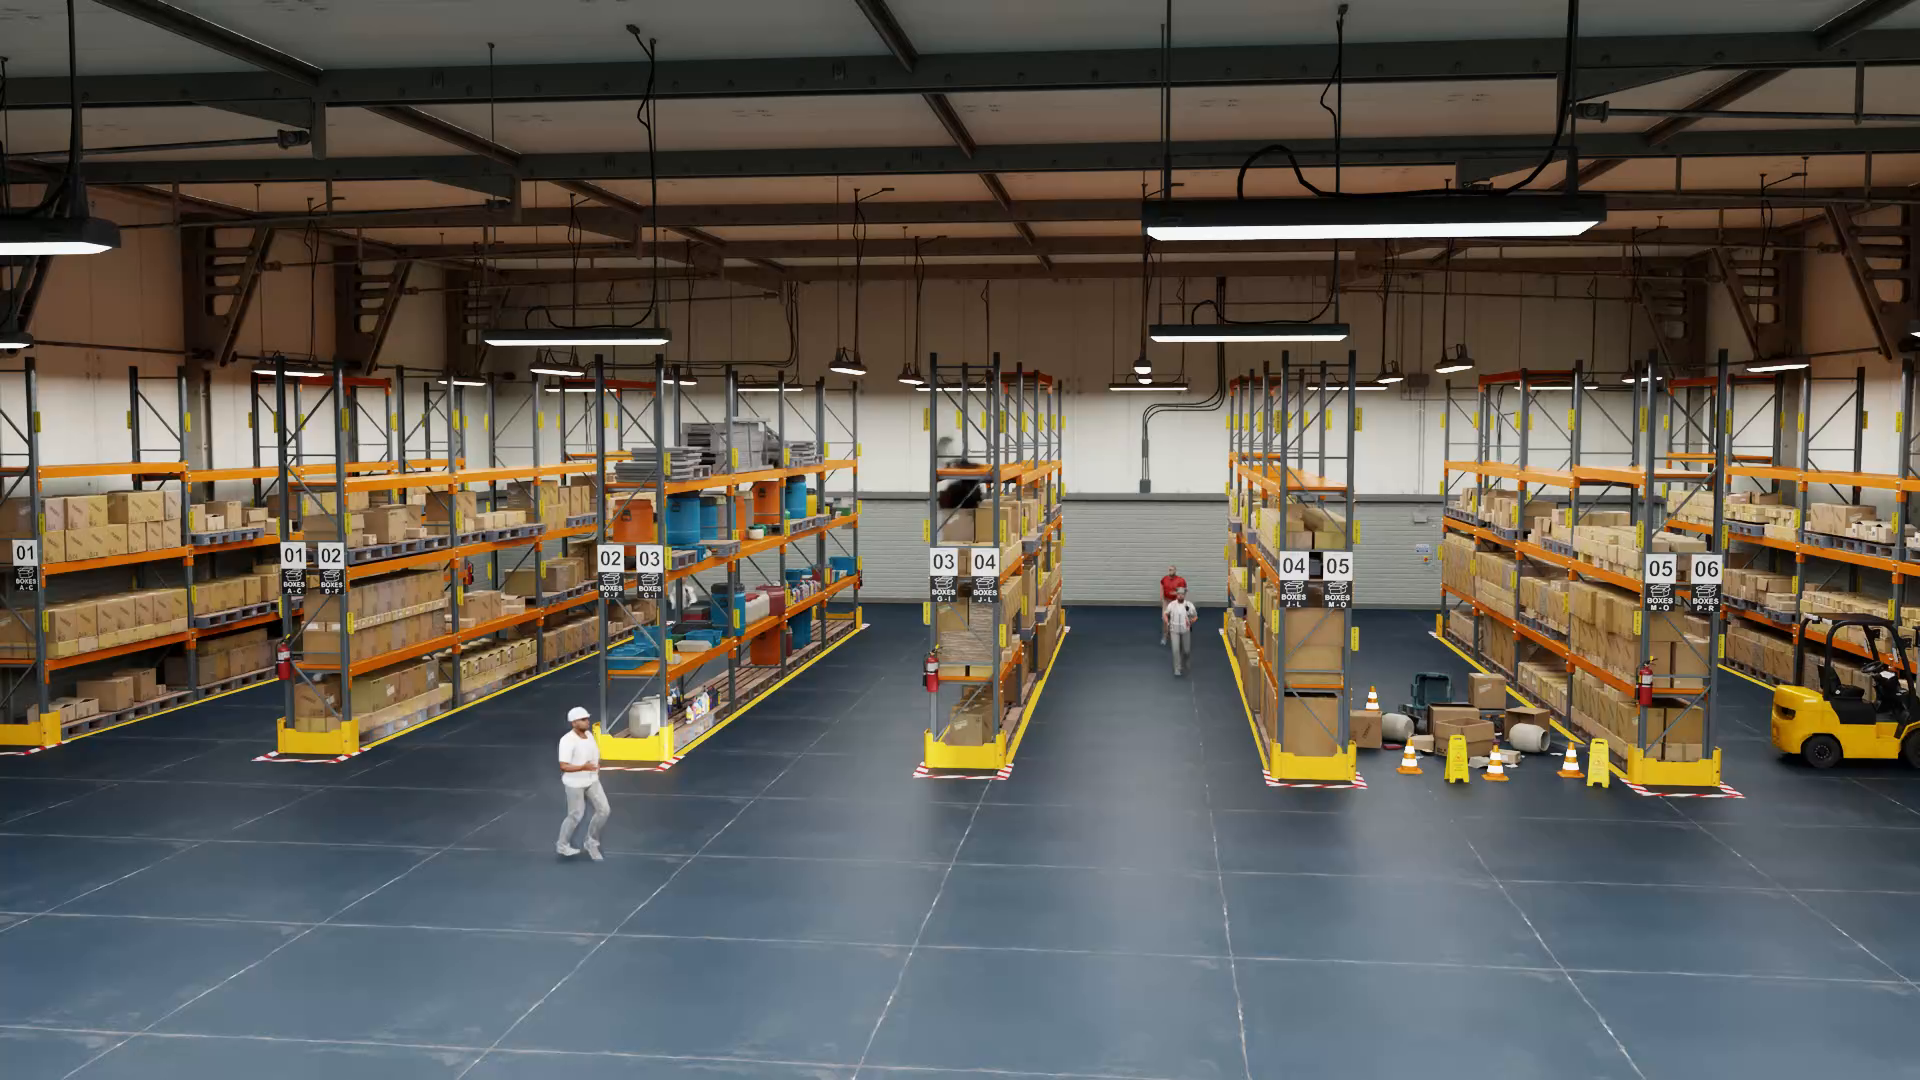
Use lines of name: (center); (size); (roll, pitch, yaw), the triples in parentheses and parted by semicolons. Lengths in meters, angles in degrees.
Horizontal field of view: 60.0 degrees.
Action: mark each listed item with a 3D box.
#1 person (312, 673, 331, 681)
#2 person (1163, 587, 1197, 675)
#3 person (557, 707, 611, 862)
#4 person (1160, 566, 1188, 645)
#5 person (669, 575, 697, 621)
person: (-10.972, 2.144, 28.840); (0.576, 1.716, 0.720); (0, 4, -3)
person: (4.377, 1.791, 33.071); (0.672, 1.741, 0.779); (1, 4, 9)
person: (-4.296, 2.795, 18.914); (0.738, 1.805, 0.671); (2, 5, 29)
person: (4.846, 1.462, 37.786); (0.660, 1.767, 0.862); (1, 4, 14)
person: (-6.154, 1.567, 36.906); (0.618, 1.695, 0.834); (0, 4, -1)
